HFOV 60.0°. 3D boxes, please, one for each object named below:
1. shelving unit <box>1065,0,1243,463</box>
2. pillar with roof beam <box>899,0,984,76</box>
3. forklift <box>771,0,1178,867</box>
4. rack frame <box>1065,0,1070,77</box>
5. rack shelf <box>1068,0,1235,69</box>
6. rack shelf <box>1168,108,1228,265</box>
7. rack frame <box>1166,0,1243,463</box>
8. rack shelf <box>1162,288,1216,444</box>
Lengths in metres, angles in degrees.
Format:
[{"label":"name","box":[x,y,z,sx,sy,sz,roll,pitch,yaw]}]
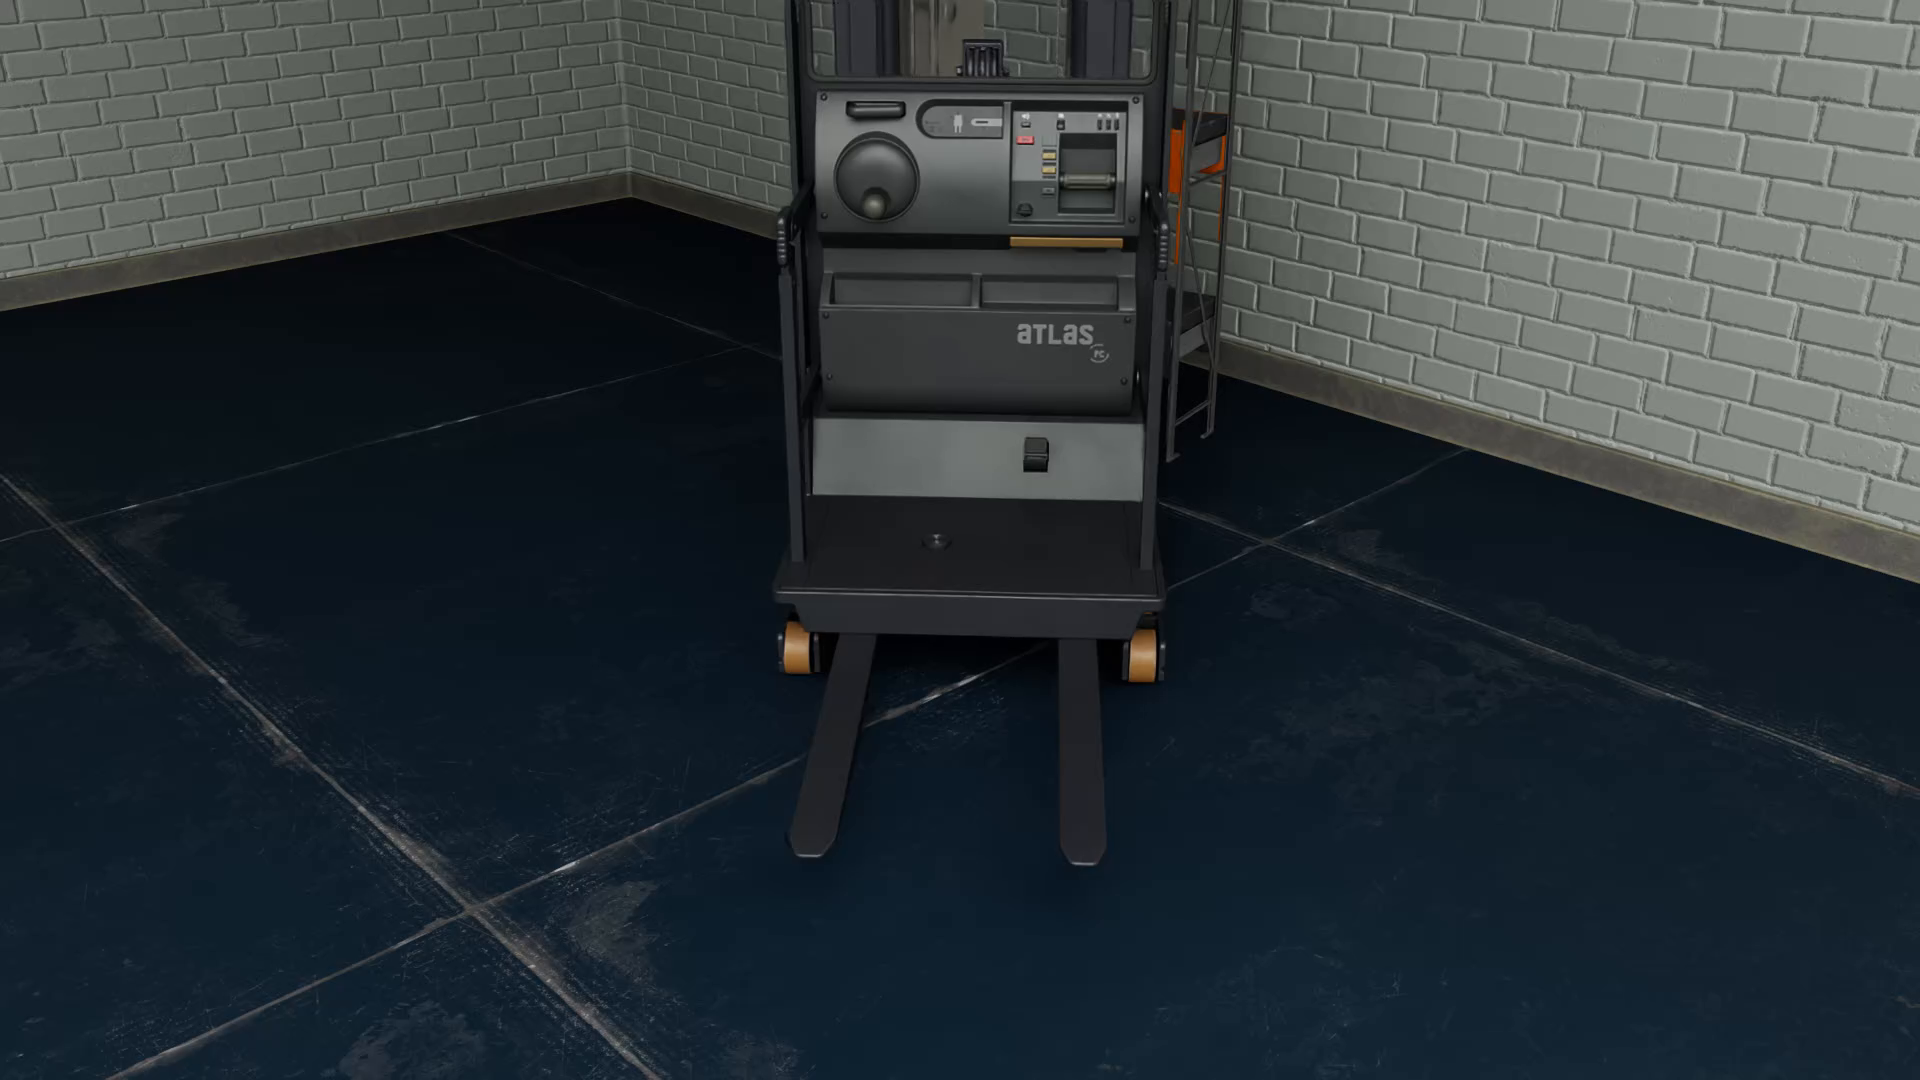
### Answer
[{"label":"shelving unit","box":[0.703,-1.378,6.240,0.503,2.100,0.431,15,29,30]},{"label":"pillar with roof beam","box":[-3.273,-4.107,3.911,9.100,9.000,0.400,-21,32,-38]},{"label":"forklift","box":[0.045,-1.052,4.525,1.130,2.935,3.031,1,25,3]},{"label":"rack frame","box":[0.498,-1.433,6.361,0.015,2.100,0.400,15,29,30]},{"label":"rack shelf","box":[0.703,-2.002,5.955,0.480,0.518,0.431,15,29,30]},{"label":"rack shelf","box":[0.703,-1.365,6.246,0.480,0.518,0.431,15,29,30]},{"label":"rack frame","box":[0.908,-1.323,6.119,0.015,2.100,0.400,15,29,30]},{"label":"rack shelf","box":[0.703,-0.728,6.536,0.480,0.518,0.431,15,29,30]}]
